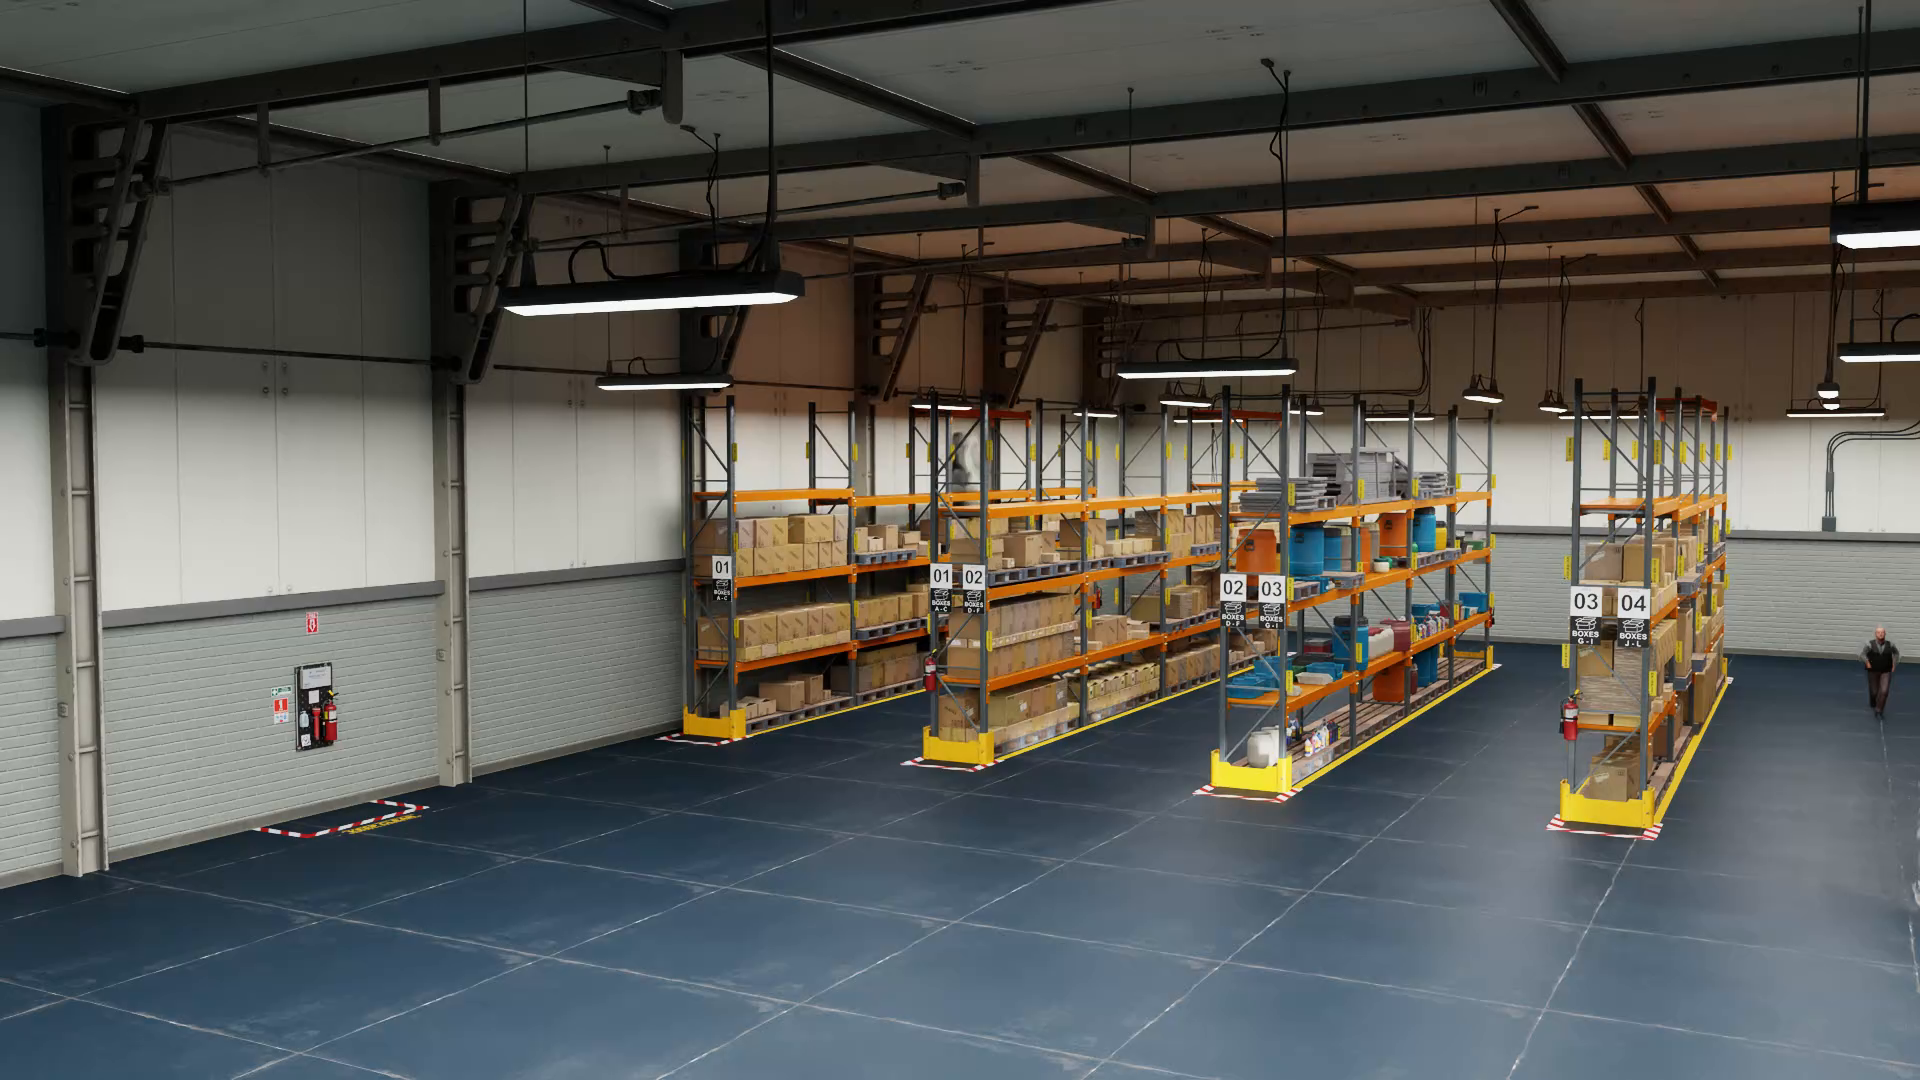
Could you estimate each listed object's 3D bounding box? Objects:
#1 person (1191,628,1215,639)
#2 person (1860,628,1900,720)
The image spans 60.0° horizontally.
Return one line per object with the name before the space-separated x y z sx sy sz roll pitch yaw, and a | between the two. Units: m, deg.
person | 6.356 1.941 43.288 1.061 1.639 0.719 2 4 40
person | 17.429 2.517 31.514 0.671 1.715 0.799 1 3 25
